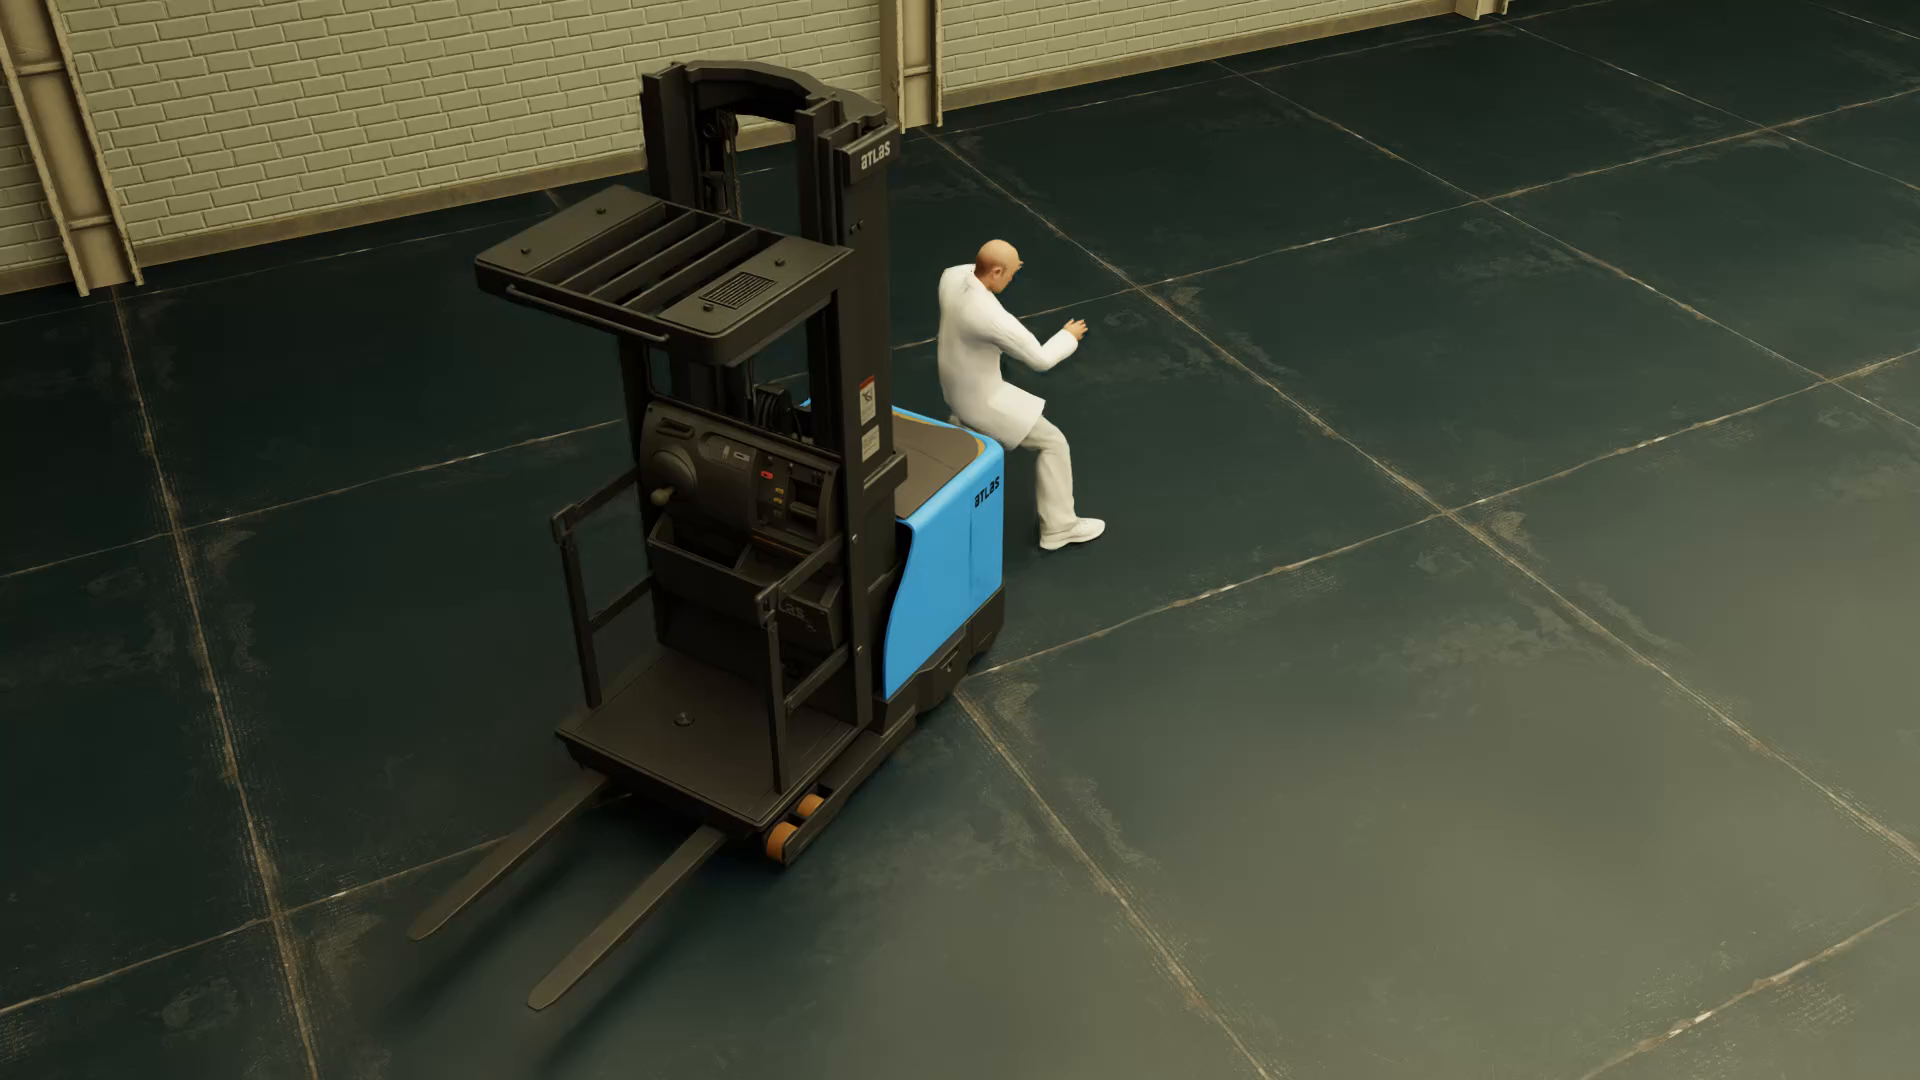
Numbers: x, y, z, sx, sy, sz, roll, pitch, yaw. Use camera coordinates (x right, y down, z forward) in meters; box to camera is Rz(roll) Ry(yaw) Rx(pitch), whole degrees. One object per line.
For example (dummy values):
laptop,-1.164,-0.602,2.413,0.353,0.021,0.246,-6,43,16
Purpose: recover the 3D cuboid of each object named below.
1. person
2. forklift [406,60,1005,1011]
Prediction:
person,0.239,-0.871,8.564,0.740,1.535,1.162,-15,38,-20
forklift,-0.989,-0.185,6.385,1.130,2.935,3.031,20,40,25
